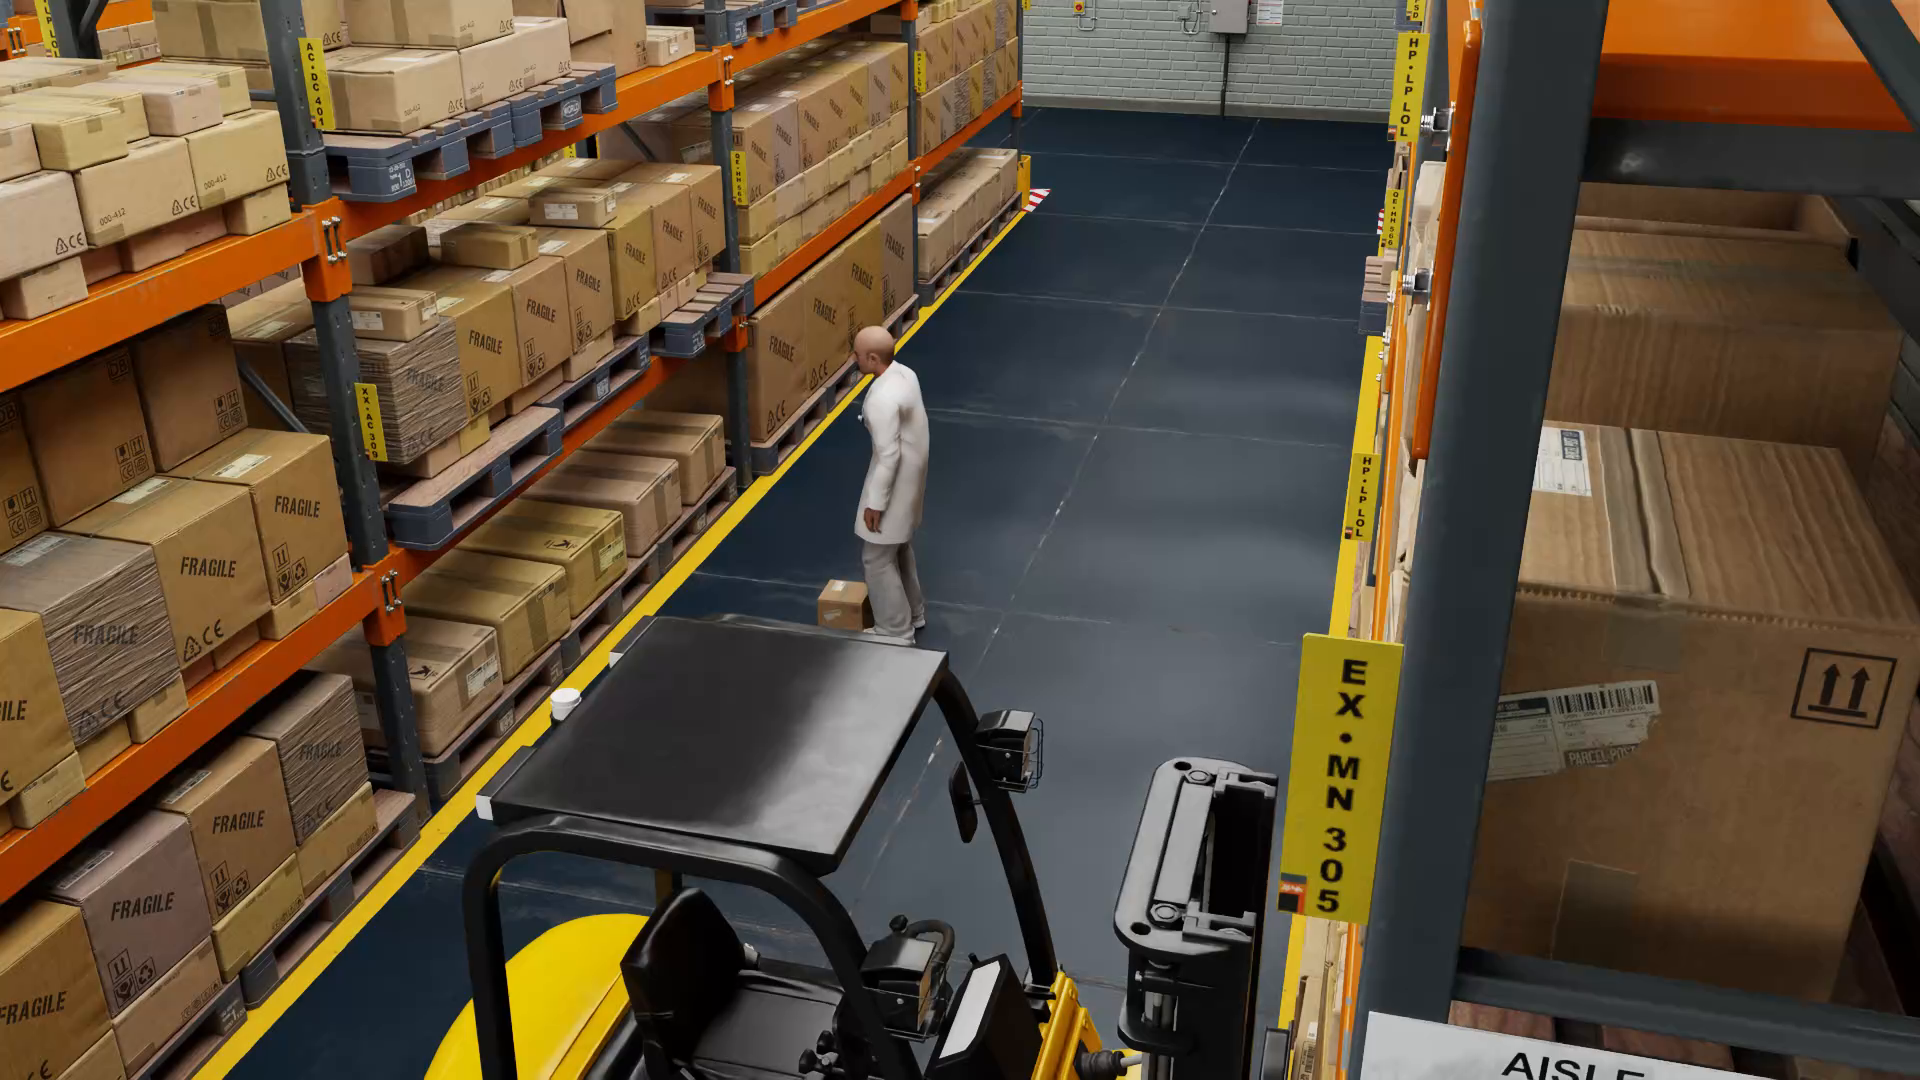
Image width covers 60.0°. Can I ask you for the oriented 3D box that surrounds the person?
[{"bbox_3d":[-0.378,-0.271,8.709,0.429,1.772,0.644,5,25,10],"label":"person"}]
